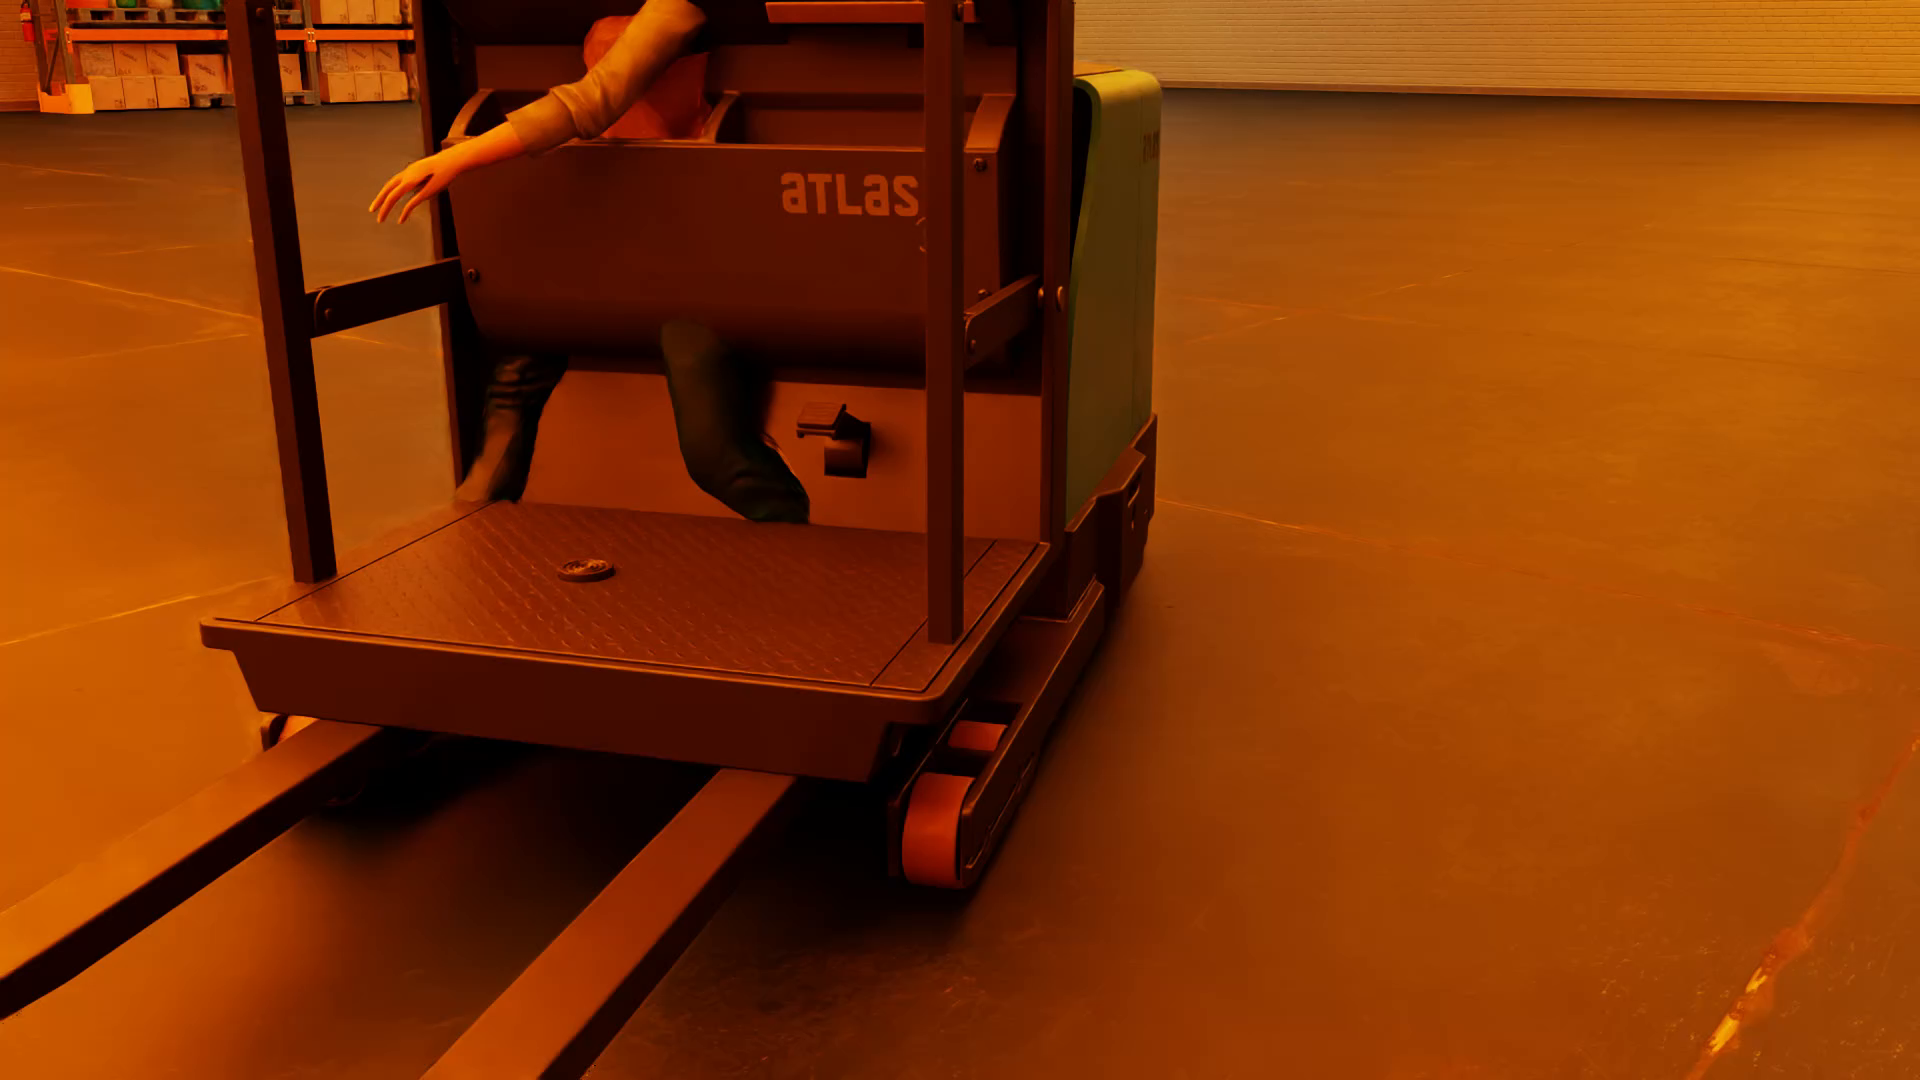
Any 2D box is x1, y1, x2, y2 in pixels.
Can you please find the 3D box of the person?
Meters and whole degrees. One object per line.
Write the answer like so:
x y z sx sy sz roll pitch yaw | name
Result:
-0.636 -0.477 2.779 0.980 1.463 0.760 -9 19 -26 | person

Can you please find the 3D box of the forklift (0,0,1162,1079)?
-0.427 -1.036 2.311 1.130 2.935 3.031 5 17 15 | forklift
